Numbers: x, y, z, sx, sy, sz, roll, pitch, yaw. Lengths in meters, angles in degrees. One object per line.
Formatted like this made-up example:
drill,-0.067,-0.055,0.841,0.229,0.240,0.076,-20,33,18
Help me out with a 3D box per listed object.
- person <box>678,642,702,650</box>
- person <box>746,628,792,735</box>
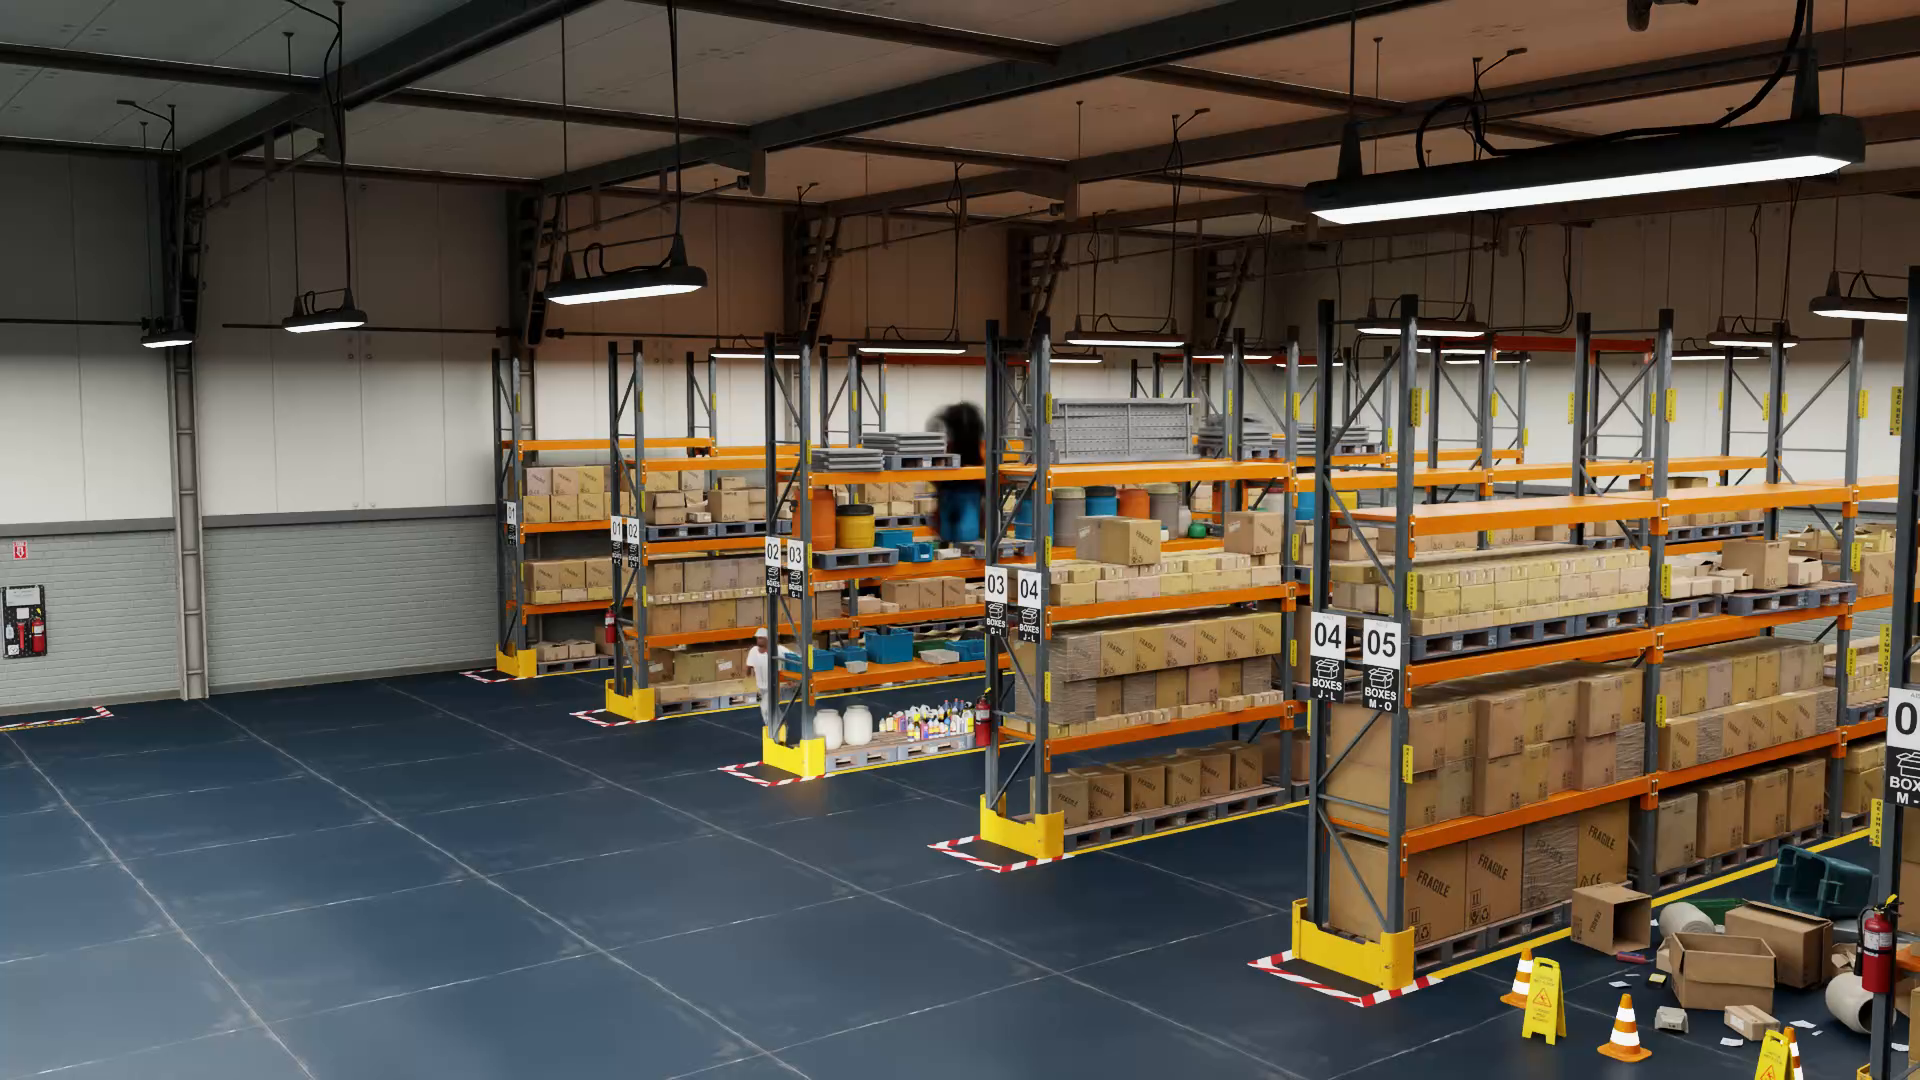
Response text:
person,-4.711,1.719,29.513,0.721,1.736,0.806,3,6,34
person,-2.787,2.152,24.359,0.685,1.771,0.870,3,6,34
